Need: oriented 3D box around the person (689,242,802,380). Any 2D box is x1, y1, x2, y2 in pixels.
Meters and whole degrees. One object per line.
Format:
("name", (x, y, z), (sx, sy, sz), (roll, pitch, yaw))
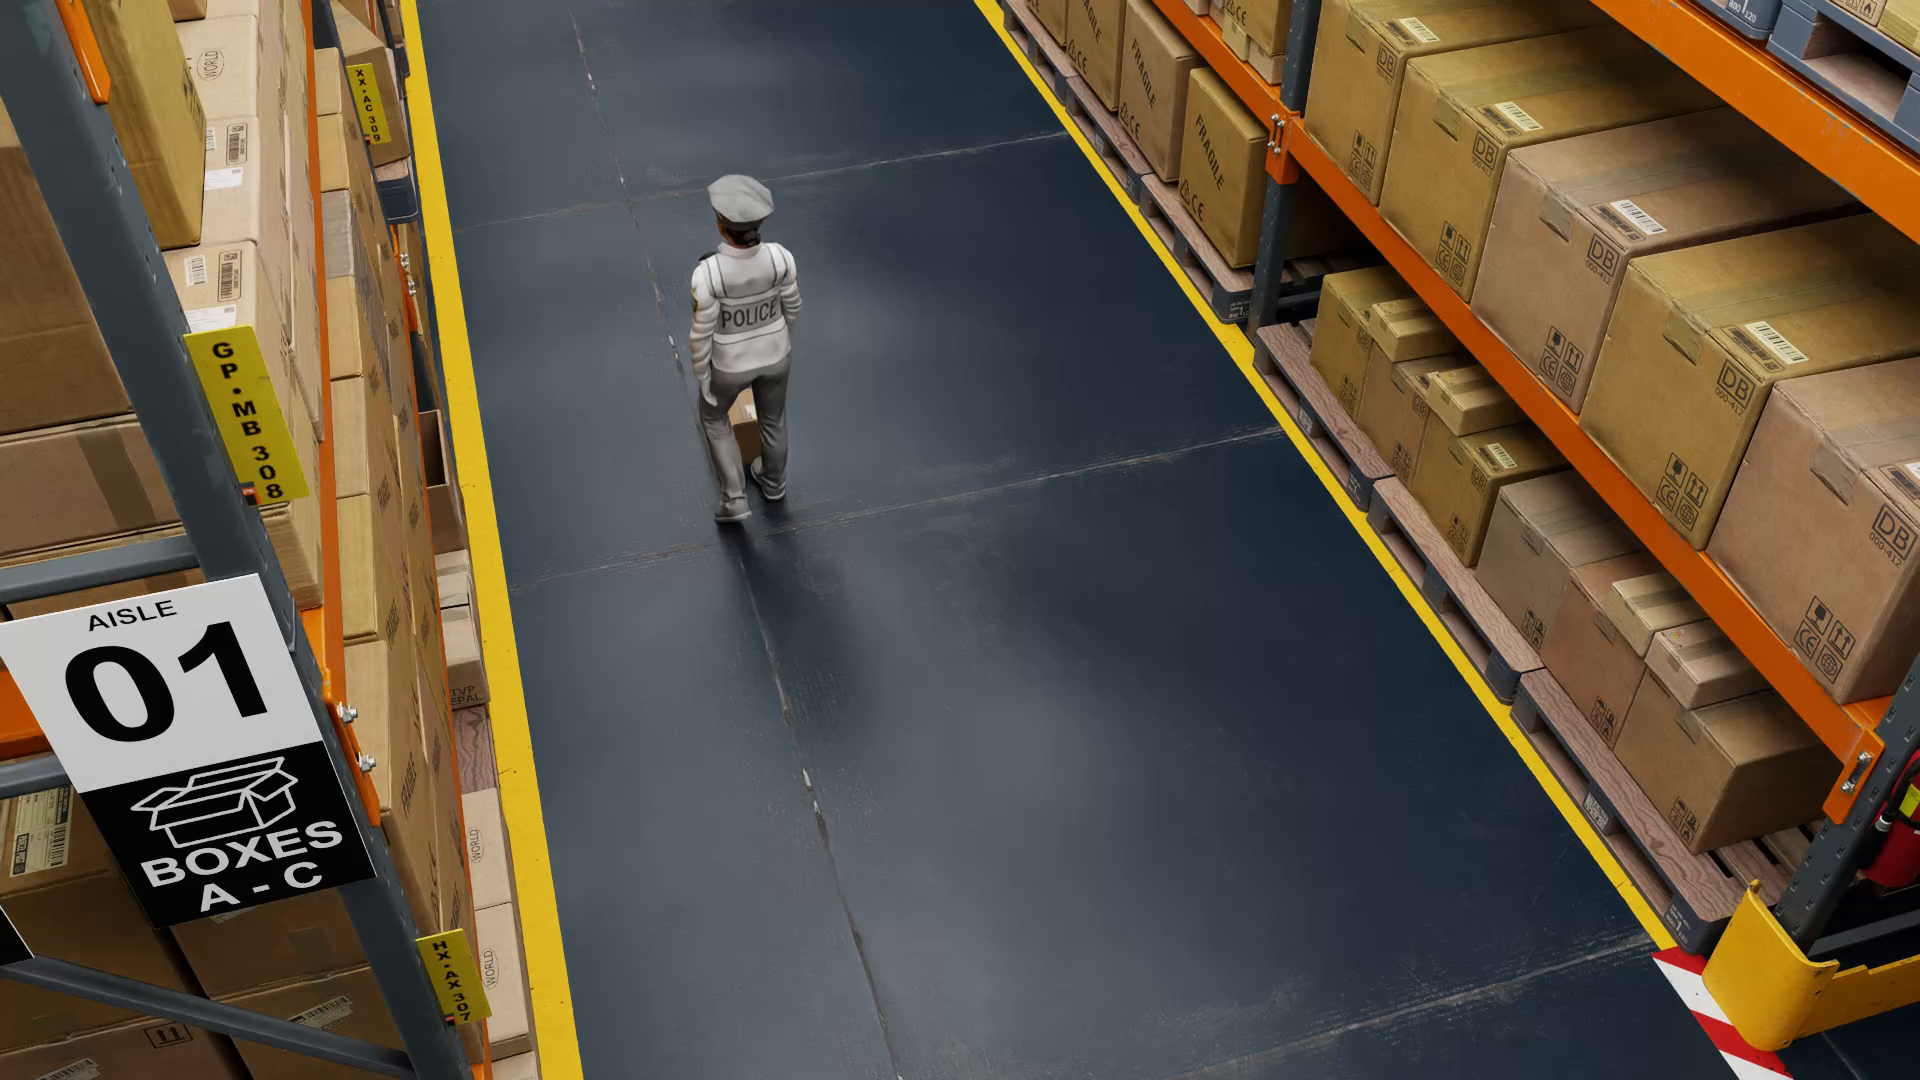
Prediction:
("person", (-0.884, -0.978, 6.747), (0.506, 0.604, 0.324), (-17, 45, -17))
